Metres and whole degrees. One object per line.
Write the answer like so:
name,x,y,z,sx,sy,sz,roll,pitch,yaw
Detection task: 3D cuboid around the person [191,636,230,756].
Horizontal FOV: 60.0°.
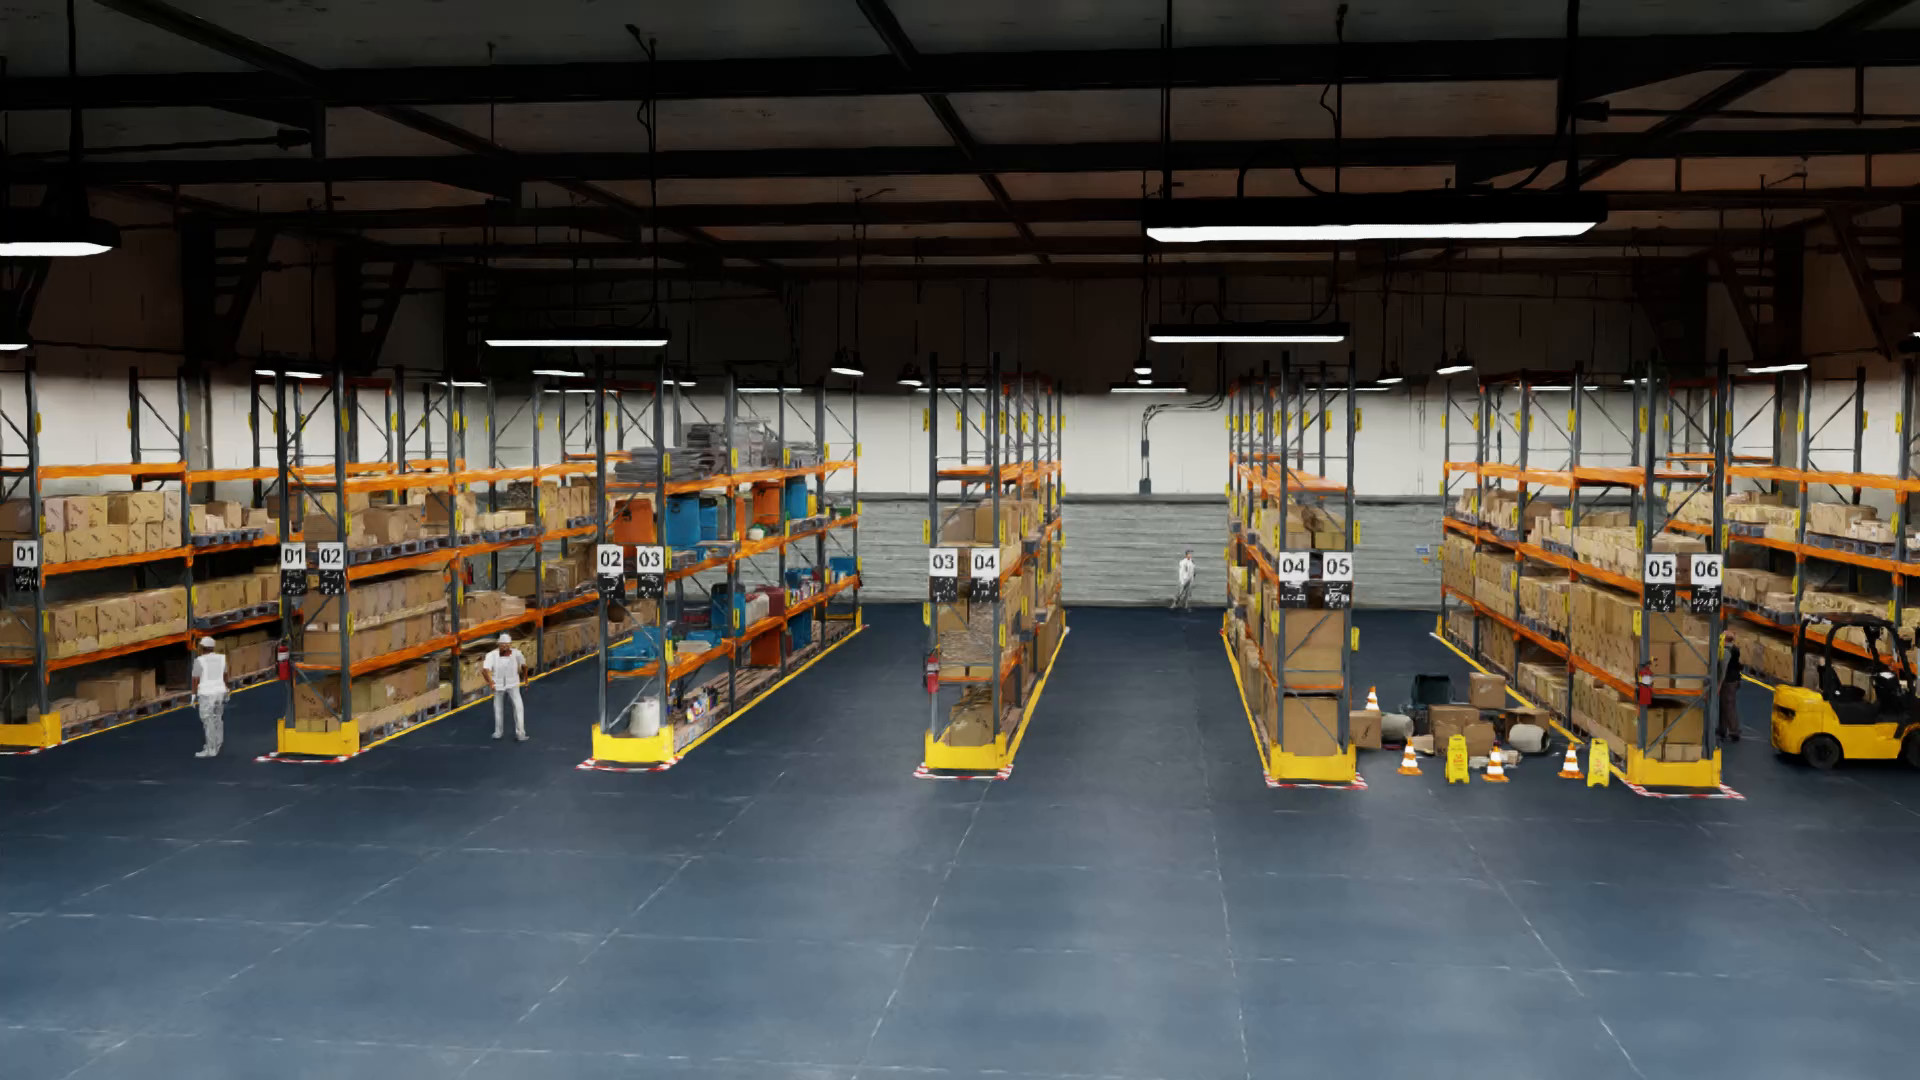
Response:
person,-11.302,2.323,25.043,0.557,1.784,0.639,2,4,26

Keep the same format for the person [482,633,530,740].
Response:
person,-7.137,2.293,26.142,0.706,1.698,0.801,-1,4,-13

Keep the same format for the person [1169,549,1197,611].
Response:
person,5.901,1.061,44.040,0.665,1.663,0.502,-3,5,-35

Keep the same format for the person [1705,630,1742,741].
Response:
person,12.083,2.269,26.279,0.576,1.718,0.626,3,5,38
